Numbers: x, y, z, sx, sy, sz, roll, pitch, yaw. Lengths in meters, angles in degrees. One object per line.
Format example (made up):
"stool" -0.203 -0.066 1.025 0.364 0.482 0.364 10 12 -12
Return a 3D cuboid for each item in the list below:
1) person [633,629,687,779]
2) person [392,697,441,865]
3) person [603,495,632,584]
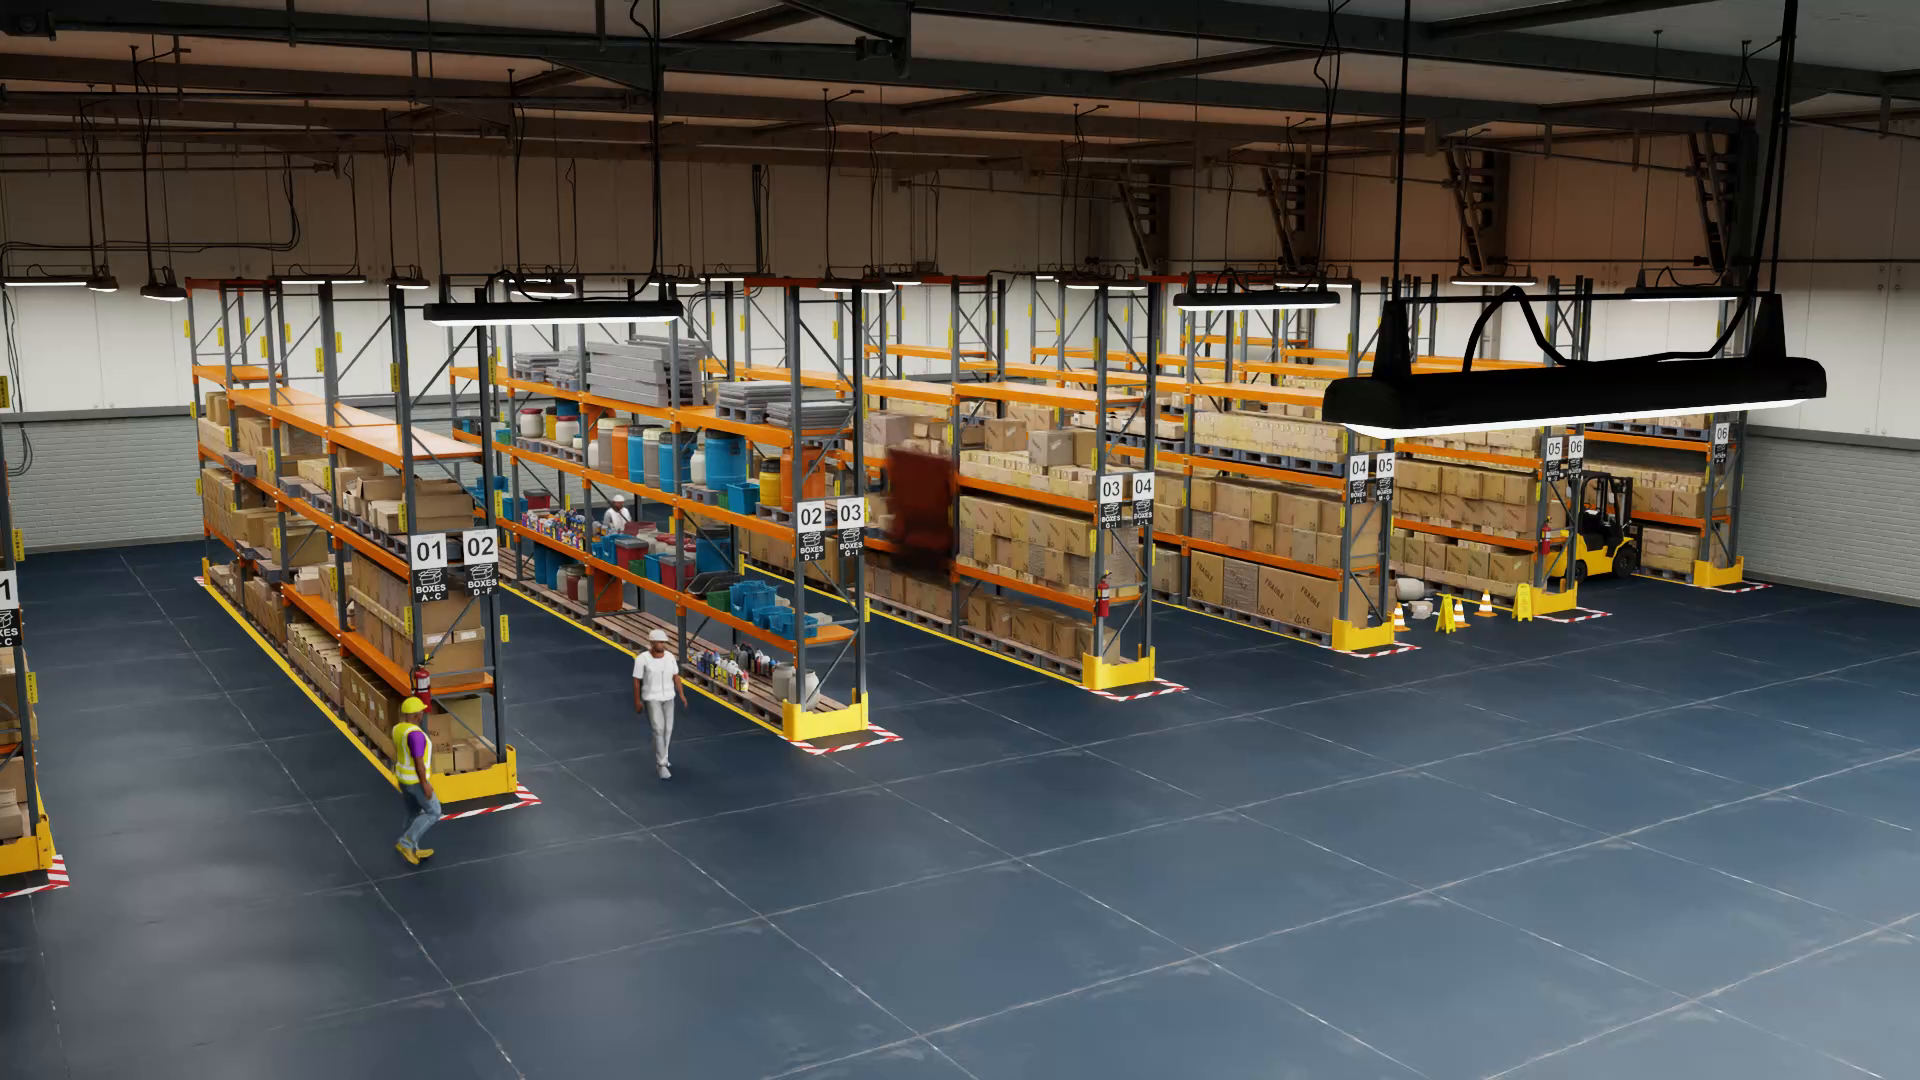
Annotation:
"person" -3.693 2.028 20.745 0.595 1.789 0.685 -7 12 -37
"person" -5.782 2.534 17.542 0.481 1.763 0.604 -7 12 -36
"person" -6.711 -0.044 32.913 0.609 1.711 1.087 -7 12 -36
